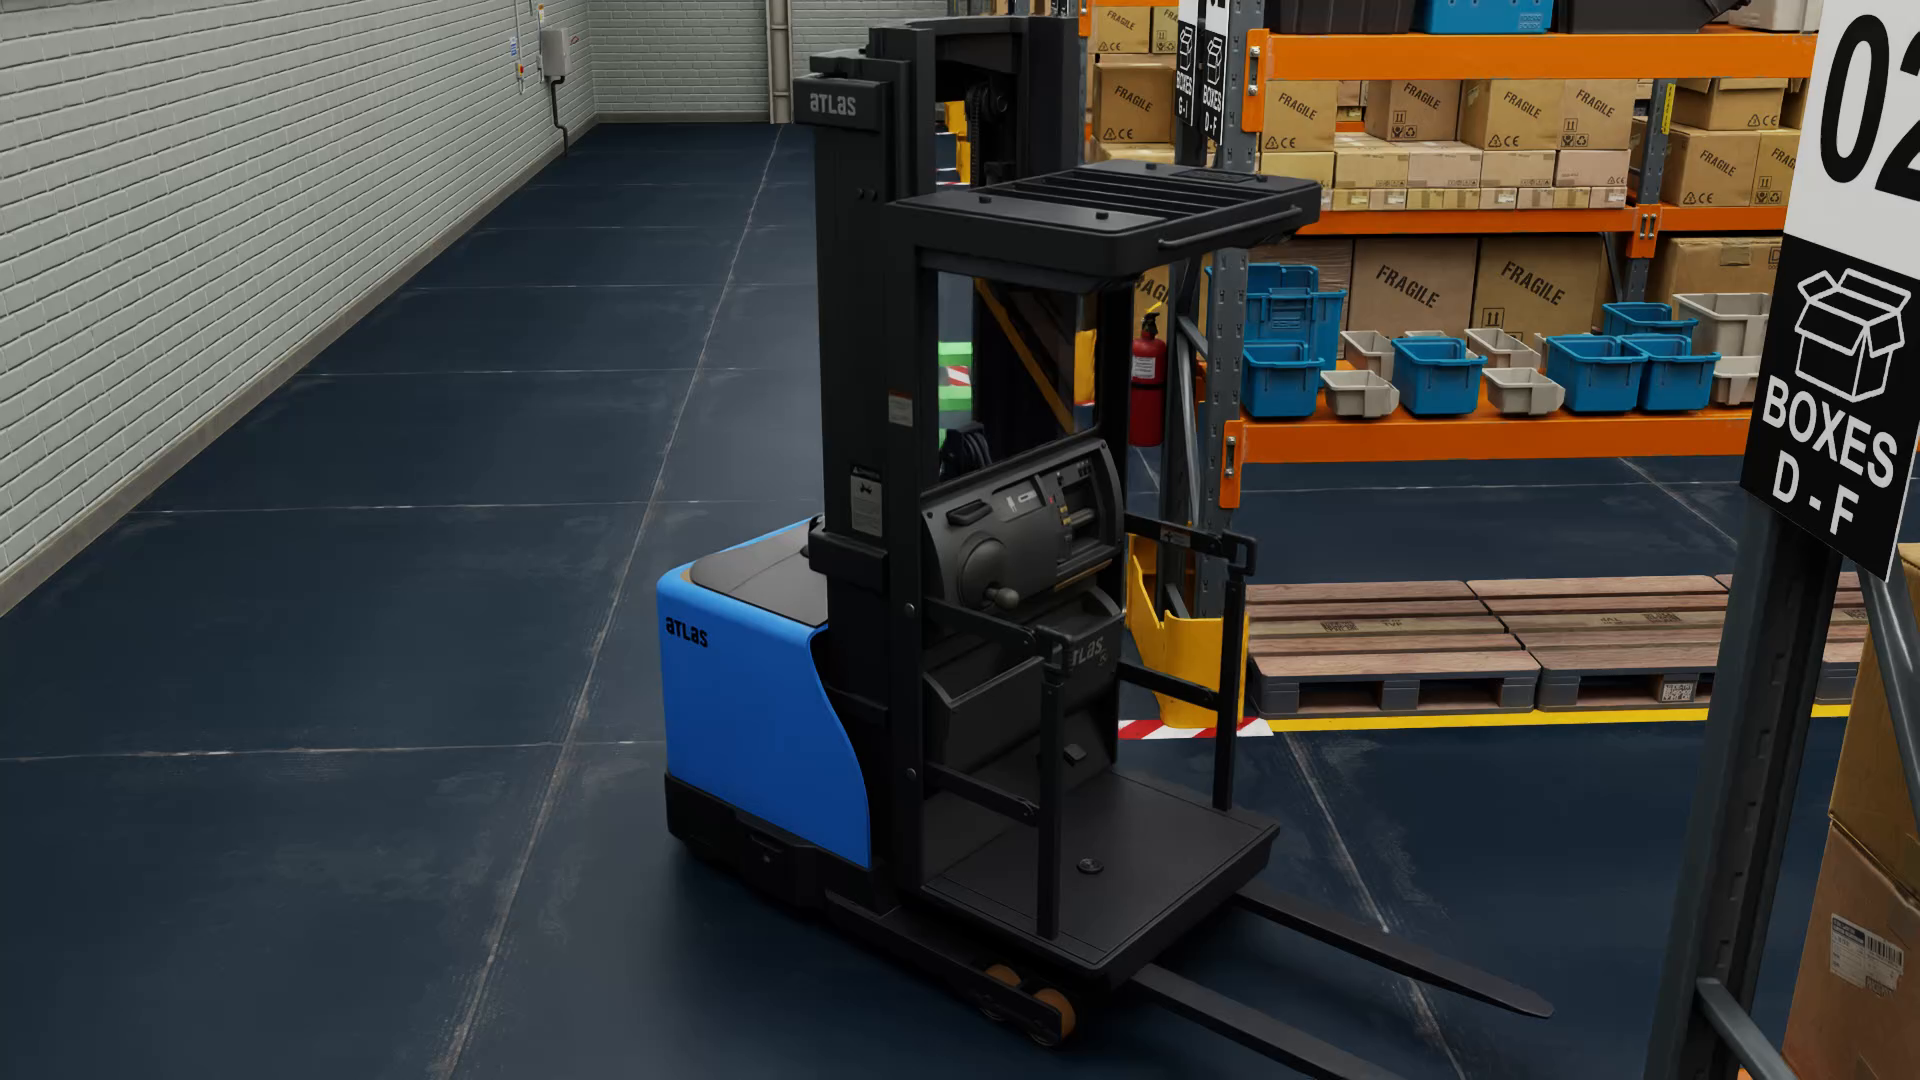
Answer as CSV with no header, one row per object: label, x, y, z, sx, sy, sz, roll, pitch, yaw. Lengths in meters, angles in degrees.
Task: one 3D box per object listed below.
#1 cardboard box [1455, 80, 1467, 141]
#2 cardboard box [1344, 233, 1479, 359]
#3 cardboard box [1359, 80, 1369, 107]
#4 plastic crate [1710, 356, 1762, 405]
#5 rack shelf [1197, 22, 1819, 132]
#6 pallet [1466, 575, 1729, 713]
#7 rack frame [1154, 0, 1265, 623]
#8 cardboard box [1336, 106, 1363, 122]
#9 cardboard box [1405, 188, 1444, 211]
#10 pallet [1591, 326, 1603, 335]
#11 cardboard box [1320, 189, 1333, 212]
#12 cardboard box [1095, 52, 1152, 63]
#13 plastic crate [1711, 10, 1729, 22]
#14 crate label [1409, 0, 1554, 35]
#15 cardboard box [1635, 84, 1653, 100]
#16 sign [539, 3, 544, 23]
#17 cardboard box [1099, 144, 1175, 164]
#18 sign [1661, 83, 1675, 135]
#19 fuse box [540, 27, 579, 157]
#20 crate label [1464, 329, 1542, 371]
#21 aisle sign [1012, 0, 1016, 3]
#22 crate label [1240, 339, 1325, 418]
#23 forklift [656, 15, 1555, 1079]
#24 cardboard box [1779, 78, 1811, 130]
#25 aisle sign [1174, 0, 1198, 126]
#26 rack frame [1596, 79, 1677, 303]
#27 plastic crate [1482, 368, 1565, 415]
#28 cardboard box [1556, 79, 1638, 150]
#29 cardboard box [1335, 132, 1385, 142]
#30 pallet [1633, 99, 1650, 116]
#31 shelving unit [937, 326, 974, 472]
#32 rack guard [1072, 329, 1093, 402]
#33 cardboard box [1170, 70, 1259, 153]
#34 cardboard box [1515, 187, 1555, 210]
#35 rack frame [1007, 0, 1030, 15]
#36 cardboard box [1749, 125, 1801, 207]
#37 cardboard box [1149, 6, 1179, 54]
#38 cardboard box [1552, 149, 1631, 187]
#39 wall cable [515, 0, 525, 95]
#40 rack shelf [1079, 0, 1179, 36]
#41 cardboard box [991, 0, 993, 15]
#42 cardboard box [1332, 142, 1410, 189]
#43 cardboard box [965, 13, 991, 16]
cardboard box,3.753,-3.153,11.925,0.500,0.500,0.500,-1,21,-3
cardboard box,3.176,-1.860,12.186,0.875,0.875,0.875,-1,21,-3
cardboard box,4.089,-4.499,16.164,0.500,0.500,0.500,-1,21,-3
plastic crate,3.299,-0.663,6.933,0.466,0.136,0.293,-1,21,-3
rack shelf,3.024,-1.925,6.757,4.000,0.370,1.077,-1,21,-3
pallet,3.068,0.458,7.623,1.213,0.211,1.003,-1,21,-3
rack frame,1.027,-0.819,7.056,0.127,3.000,1.000,-1,21,-3
cardboard box,3.763,-4.189,16.261,0.250,0.149,0.380,0,21,-1
cardboard box,3.169,-2.393,11.545,0.250,0.149,0.380,-1,21,-4
pallet,5.504,-1.399,12.499,1.213,0.211,1.003,-1,21,-3
cardboard box,2.401,-2.378,11.504,0.250,0.149,0.380,-1,21,-4
cardboard box,1.559,-4.459,16.059,0.500,0.500,0.500,-1,21,-3
plastic crate,3.076,-2.228,6.911,0.530,0.136,0.437,-1,21,-3
crate label,1.967,-2.055,6.297,0.502,0.251,0.408,-1,21,-3
cardboard box,6.530,-4.380,16.171,0.250,0.149,0.380,-2,21,-6
sign,-5.627,-7.087,22.360,0.001,0.242,0.339,-1,21,-3
cardboard box,1.239,-2.561,11.425,0.500,0.250,0.500,-2,21,-4
sign,4.771,-2.904,11.205,0.005,0.325,0.100,-1,21,-3
fuse box,-5.424,-6.123,22.798,0.414,1.711,0.539,-1,21,-3
crate label,2.398,-0.820,7.345,0.243,0.136,0.396,-1,21,-3
aisle sign,0.506,-5.449,15.565,0.004,0.787,0.394,-1,21,-3
crate label,1.292,-0.657,6.781,0.303,0.233,0.416,-1,21,-3
forklift,0.376,-0.041,5.109,3.031,2.935,1.130,17,26,37
cardboard box,6.061,-3.201,11.762,0.637,0.503,0.797,-1,21,-2
aisle sign,0.939,-2.137,6.863,0.004,0.787,0.394,-1,21,-3
rack frame,4.738,-2.660,11.891,0.127,3.000,1.000,-1,21,-3
plastic crate,2.295,-0.603,6.775,0.298,0.136,0.250,-1,21,-3
cardboard box,4.294,-2.975,11.457,0.500,0.500,0.500,-1,21,-1
cardboard box,2.747,-2.784,12.010,0.500,0.250,0.500,-1,21,-3
pallet,6.575,-4.360,16.628,1.213,0.211,1.003,-1,21,-3
shelving unit,-0.165,-0.557,8.899,0.503,1.200,0.258,-1,21,-3
rack guard,0.720,-1.410,12.121,0.348,0.500,1.175,-1,21,-3
cardboard box,1.738,-2.922,11.318,0.500,0.500,0.500,-2,21,-4
cardboard box,3.939,-2.409,11.586,0.250,0.149,0.380,-2,21,-4
rack frame,0.562,-4.342,16.311,0.127,3.000,1.000,-1,21,-3
cardboard box,5.713,-2.637,11.692,0.500,0.500,0.500,-1,21,-3
cardboard box,2.050,-4.925,15.878,0.500,0.500,0.500,-2,21,-4
cardboard box,4.312,-2.626,11.596,0.500,0.250,0.500,-2,21,-4
wall cable,-5.450,-6.465,20.415,0.123,1.953,0.585,-1,21,-3
rack shelf,2.741,-3.685,11.379,4.000,0.370,1.077,-1,21,-3
cardboard box,0.646,-6.707,20.976,0.500,0.500,0.500,0,21,-1
cardboard box,2.780,-2.595,11.515,0.500,0.250,0.500,-2,21,-4
cardboard box,0.336,-8.034,25.801,0.500,0.250,0.500,-1,21,-1
